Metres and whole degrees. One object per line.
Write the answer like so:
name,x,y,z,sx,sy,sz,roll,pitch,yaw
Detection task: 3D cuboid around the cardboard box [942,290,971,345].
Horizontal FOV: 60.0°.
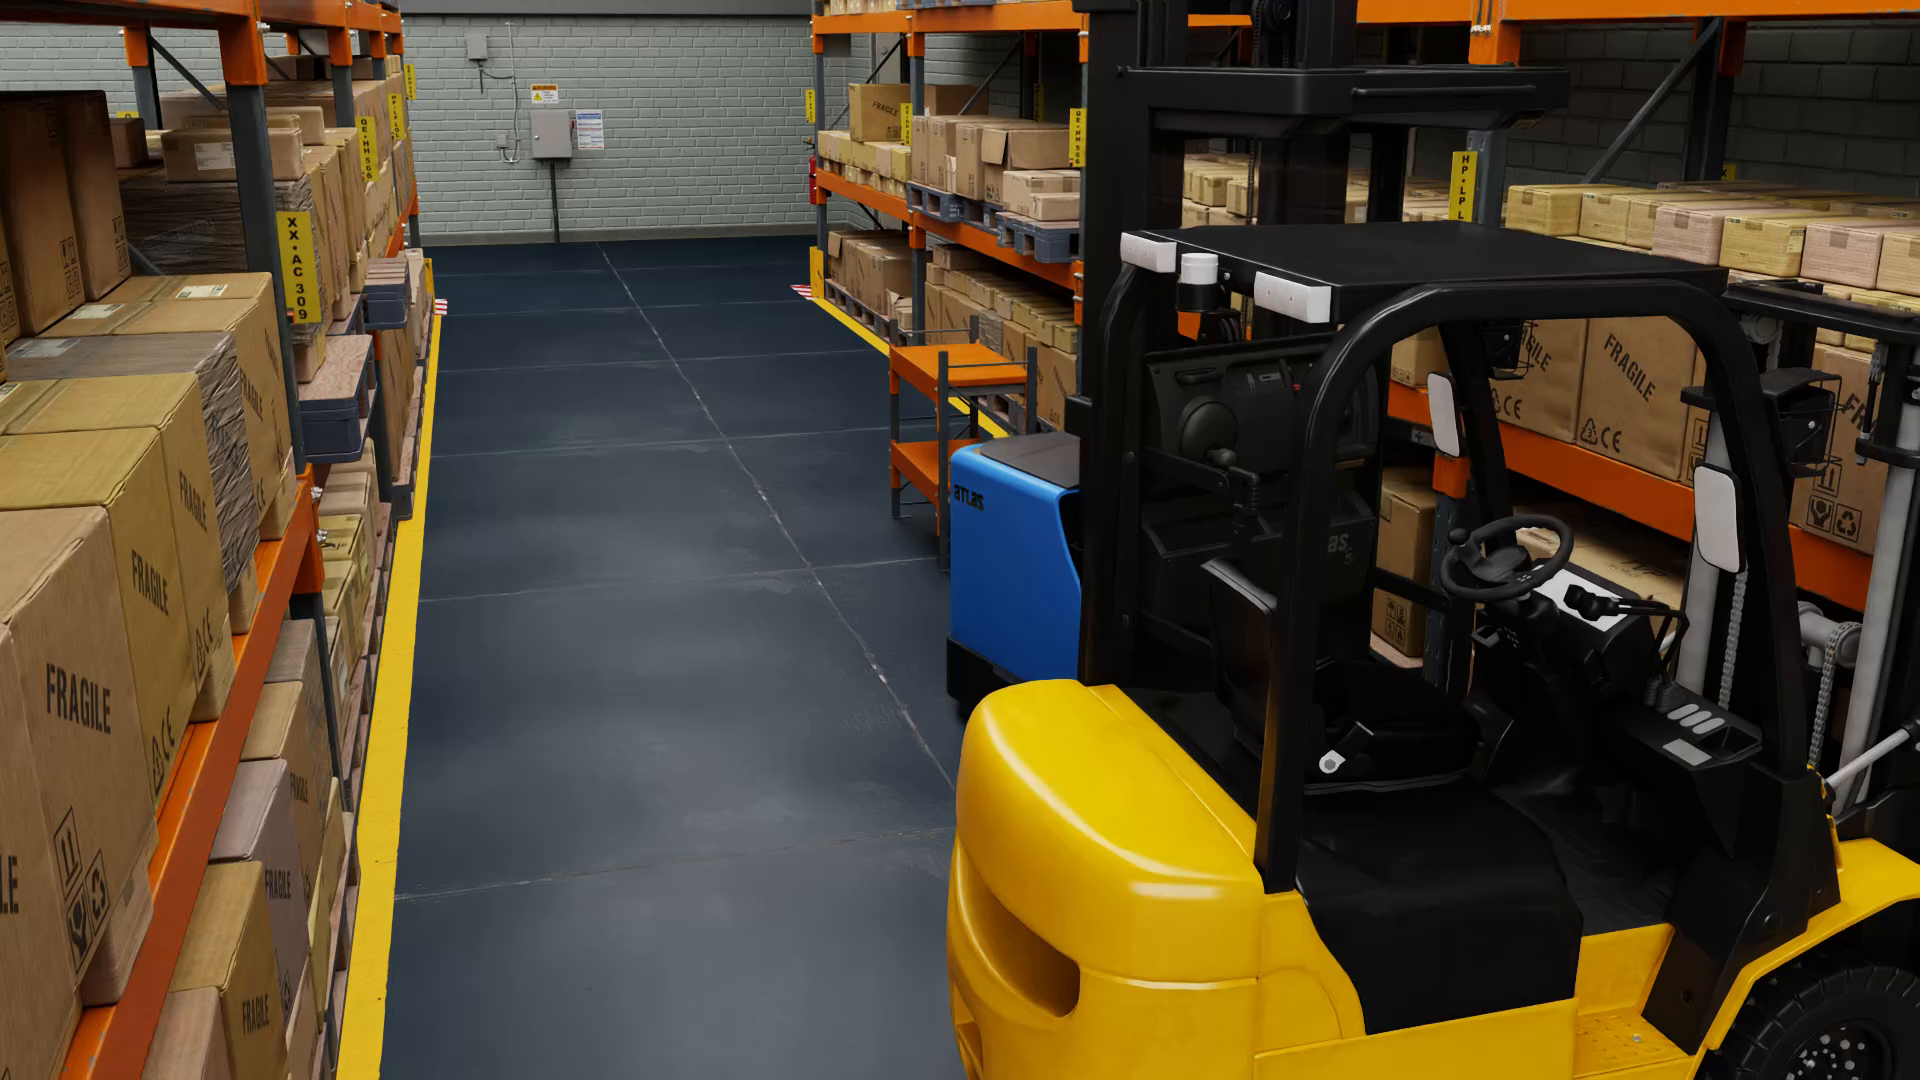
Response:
cardboard box,0.171,-1.656,12.866,0.500,0.500,0.500,-5,17,-16

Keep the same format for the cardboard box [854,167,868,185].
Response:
cardboard box,-0.776,-3.392,15.467,0.380,0.149,0.250,-4,17,-14

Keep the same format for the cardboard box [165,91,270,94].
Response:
cardboard box,-4.116,-2.240,9.285,0.500,0.500,0.500,-4,17,-14

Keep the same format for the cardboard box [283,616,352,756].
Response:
cardboard box,-2.621,0.569,5.682,0.950,0.372,0.625,-4,17,-15

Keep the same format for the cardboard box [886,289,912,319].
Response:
cardboard box,-0.435,-2.071,14.656,0.396,0.266,0.258,-4,17,-13

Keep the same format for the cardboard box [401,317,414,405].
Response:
cardboard box,-4.170,-1.326,11.114,0.875,0.875,0.875,-4,17,-14

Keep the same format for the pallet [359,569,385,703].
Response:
pallet,-3.029,0.439,7.125,1.003,0.211,1.213,-5,17,-15

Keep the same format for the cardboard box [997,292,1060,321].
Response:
cardboard box,0.481,-1.644,11.698,0.380,0.149,0.250,-6,18,-18

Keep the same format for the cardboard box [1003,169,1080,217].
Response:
cardboard box,0.597,-2.239,10.723,0.500,0.250,0.500,-6,18,-18

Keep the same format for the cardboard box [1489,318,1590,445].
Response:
cardboard box,2.168,-0.642,5.700,0.500,0.500,0.500,-5,17,-17

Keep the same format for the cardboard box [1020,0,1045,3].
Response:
cardboard box,0.684,-3.470,10.337,0.500,0.250,0.500,-5,17,-15

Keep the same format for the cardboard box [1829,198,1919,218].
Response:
cardboard box,2.919,-0.965,5.131,0.380,0.149,0.250,-5,17,-16

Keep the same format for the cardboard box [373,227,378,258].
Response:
cardboard box,-3.624,-1.674,9.572,0.500,0.250,0.500,-5,17,-17

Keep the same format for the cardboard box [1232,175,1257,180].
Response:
cardboard box,1.531,-1.670,7.997,0.380,0.149,0.250,-5,17,-15

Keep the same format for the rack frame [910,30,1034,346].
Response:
rack frame,0.099,-2.950,13.559,1.000,3.000,0.127,-5,17,-15

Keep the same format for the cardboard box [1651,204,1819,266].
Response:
cardboard box,2.309,-0.912,4.956,0.380,0.149,0.250,-4,17,-14

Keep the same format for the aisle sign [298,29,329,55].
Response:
aisle sign,-6.071,-4.905,15.548,0.394,0.787,0.004,-5,17,-15

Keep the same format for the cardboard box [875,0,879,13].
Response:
cardboard box,-0.522,-4.630,14.374,0.380,0.149,0.250,-4,17,-13

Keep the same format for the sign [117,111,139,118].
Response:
sign,-4.106,-1.960,8.250,0.100,0.325,0.005,-5,17,-15

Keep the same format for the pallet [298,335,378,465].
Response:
pallet,-2.545,-0.475,5.652,1.003,0.211,1.213,-5,17,-15

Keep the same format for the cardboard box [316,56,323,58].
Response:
cardboard box,-5.599,-4.020,14.082,0.380,0.149,0.250,-5,17,-15

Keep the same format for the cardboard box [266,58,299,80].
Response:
cardboard box,-5.064,-3.454,12.197,0.380,0.149,0.250,-5,17,-16

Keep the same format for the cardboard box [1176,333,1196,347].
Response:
cardboard box,1.354,-1.327,10.643,0.380,0.149,0.250,-4,17,-12

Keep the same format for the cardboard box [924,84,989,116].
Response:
cardboard box,-0.055,-3.813,14.871,0.500,0.500,0.500,-5,17,-17

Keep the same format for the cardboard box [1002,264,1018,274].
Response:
cardboard box,0.554,-2.113,13.261,0.380,0.149,0.250,-5,17,-15

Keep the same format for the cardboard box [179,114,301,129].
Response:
cardboard box,-2.661,-1.496,6.171,0.380,0.149,0.250,-4,17,-12

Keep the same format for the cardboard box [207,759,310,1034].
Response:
cardboard box,-1.771,0.837,3.698,0.500,0.500,0.500,-4,17,-12

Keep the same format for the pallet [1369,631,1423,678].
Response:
pallet,2.057,0.398,7.261,1.003,0.211,1.213,-5,17,-15

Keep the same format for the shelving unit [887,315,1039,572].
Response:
shelving unit,-0.002,-0.541,8.796,0.538,1.125,1.048,-5,17,-15

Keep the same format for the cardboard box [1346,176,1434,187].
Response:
cardboard box,2.033,-1.635,7.881,0.380,0.149,0.250,-5,17,-15

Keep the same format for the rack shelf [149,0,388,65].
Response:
rack shelf,-4.123,-3.095,10.079,1.077,0.370,4.000,-5,17,-15

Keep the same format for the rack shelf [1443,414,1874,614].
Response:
rack shelf,2.847,0.161,4.454,1.077,0.370,4.000,-5,17,-15

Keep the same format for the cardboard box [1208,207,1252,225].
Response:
cardboard box,1.513,-1.445,7.940,0.500,0.250,0.500,-4,17,-14

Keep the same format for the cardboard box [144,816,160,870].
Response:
cardboard box,-1.476,0.482,2.572,0.380,0.149,0.250,-4,17,-14

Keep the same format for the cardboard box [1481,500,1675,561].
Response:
cardboard box,2.128,0.058,5.855,0.500,0.250,0.500,-5,17,-16

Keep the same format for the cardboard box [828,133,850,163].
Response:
cardboard box,-0.996,-3.841,16.268,0.500,0.250,0.500,-5,17,-15

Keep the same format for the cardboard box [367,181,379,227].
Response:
cardboard box,-3.617,-1.920,9.523,0.500,0.250,0.500,-4,17,-14

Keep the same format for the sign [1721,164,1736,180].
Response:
sign,2.830,-1.234,6.203,0.100,0.325,0.005,-5,17,-15

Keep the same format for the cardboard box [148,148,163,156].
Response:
cardboard box,-3.240,-1.270,6.545,0.500,0.500,0.500,-5,18,-17

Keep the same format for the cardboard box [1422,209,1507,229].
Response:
cardboard box,1.990,-1.173,6.340,0.380,0.149,0.250,-4,17,-13

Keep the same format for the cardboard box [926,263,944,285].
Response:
cardboard box,-0.059,-2.144,13.364,0.380,0.149,0.250,-4,17,-13

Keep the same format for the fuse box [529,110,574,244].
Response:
fuse box,-5.284,-4.729,21.722,0.539,1.711,0.414,-5,17,-15

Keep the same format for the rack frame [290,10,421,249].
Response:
rack frame,-5.772,-3.663,15.932,1.000,3.000,0.127,-5,17,-15

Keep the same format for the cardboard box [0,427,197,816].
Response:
cardboard box,-1.525,0.136,2.596,0.500,0.500,0.500,-5,17,-16

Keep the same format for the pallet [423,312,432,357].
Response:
pallet,-5.146,-1.776,14.496,1.003,0.211,1.213,-5,17,-15

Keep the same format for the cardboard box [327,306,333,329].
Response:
cardboard box,-2.631,-0.887,6.399,0.380,0.149,0.250,-5,17,-15

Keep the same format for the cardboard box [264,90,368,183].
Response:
cardboard box,-3.620,-2.269,9.380,0.500,0.500,0.500,-5,17,-15

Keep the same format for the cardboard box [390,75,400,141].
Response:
cardboard box,-4.834,-3.517,13.534,0.500,0.500,0.500,-4,17,-14

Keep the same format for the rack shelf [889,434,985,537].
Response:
rack shelf,-0.002,-0.306,8.867,0.538,0.278,1.000,-5,17,-15

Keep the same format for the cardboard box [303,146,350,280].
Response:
cardboard box,-2.740,-1.305,6.662,0.500,0.500,0.500,-5,18,-18

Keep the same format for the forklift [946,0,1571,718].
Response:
forklift,1.127,-0.441,5.327,1.130,2.935,3.031,-10,19,-29
